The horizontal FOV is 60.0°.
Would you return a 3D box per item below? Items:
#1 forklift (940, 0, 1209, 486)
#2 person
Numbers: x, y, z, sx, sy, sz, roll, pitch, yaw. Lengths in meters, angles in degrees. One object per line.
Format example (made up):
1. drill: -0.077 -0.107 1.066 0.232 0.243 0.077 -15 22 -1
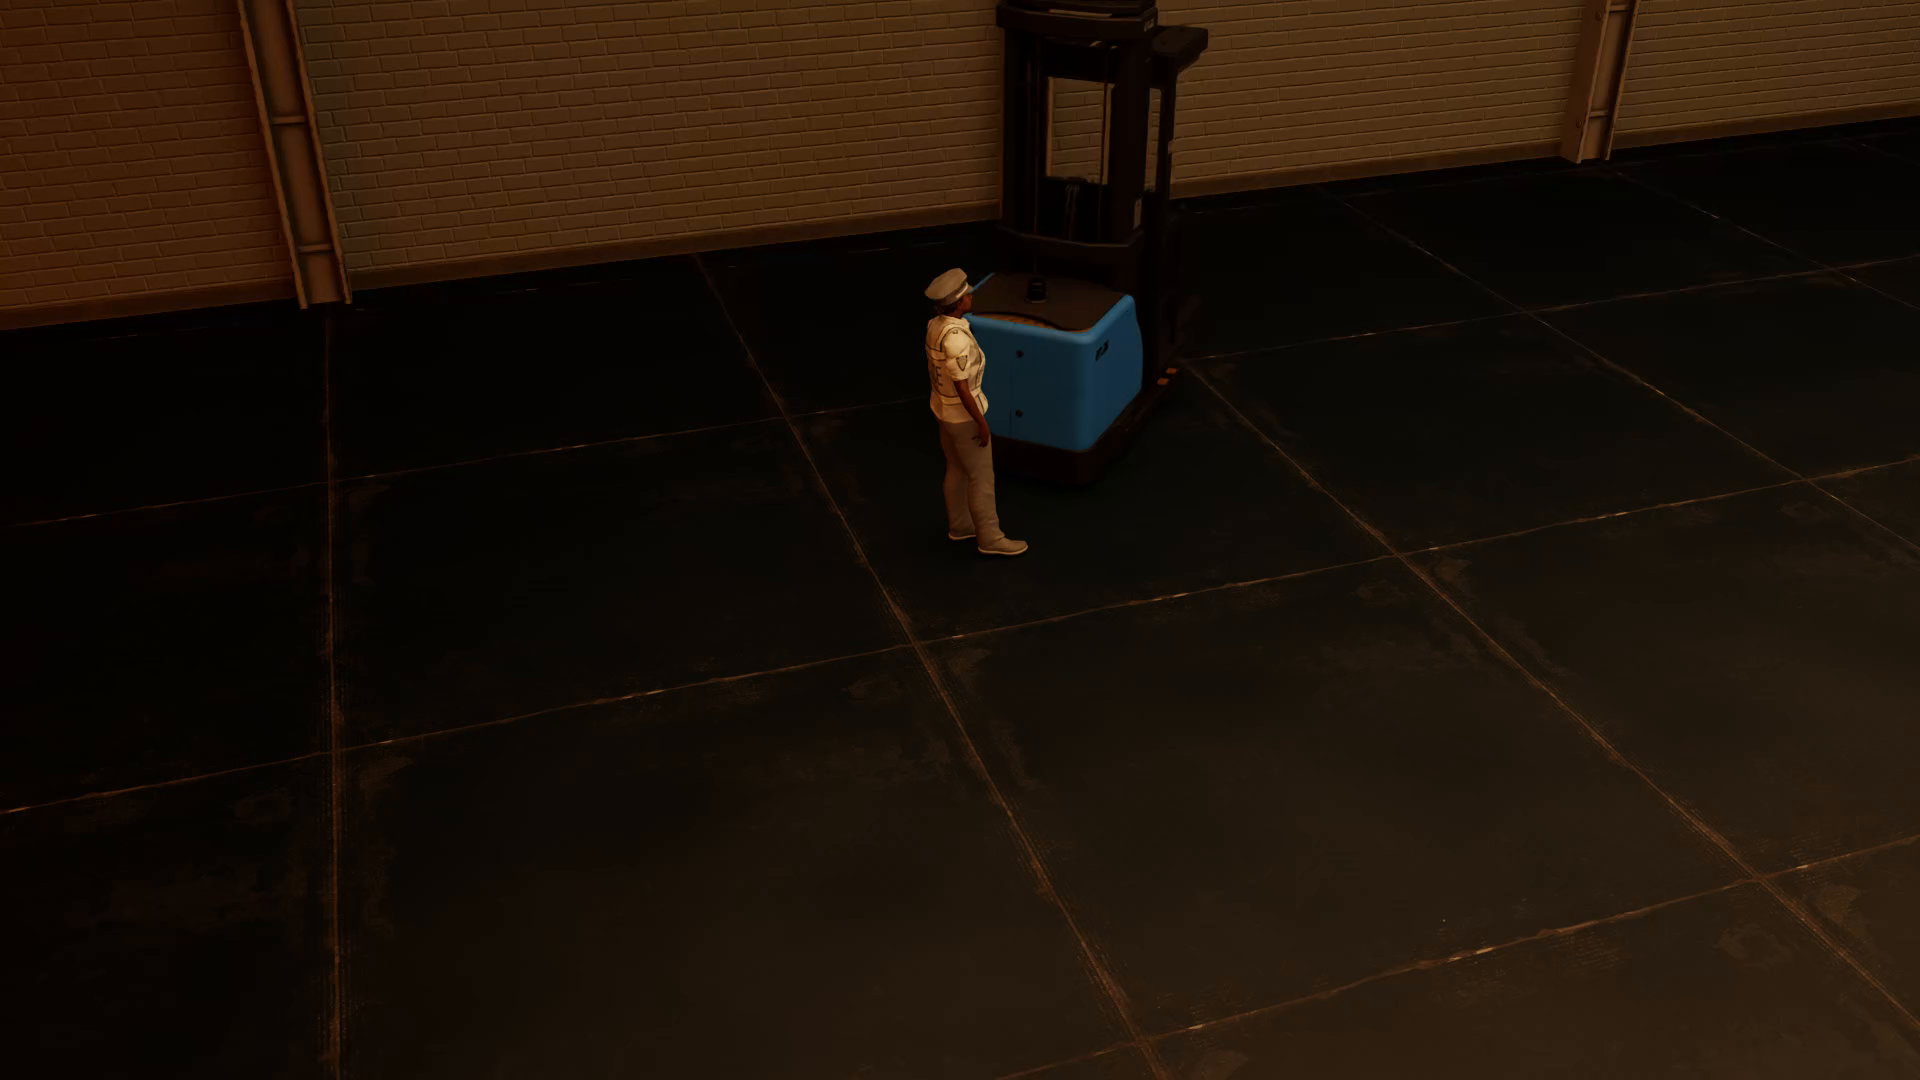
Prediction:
1. forklift: 0.941 -2.327 11.132 1.130 2.935 3.031 13 32 21
2. person: 0.078 -0.744 9.605 0.528 1.697 0.570 -10 31 -16
